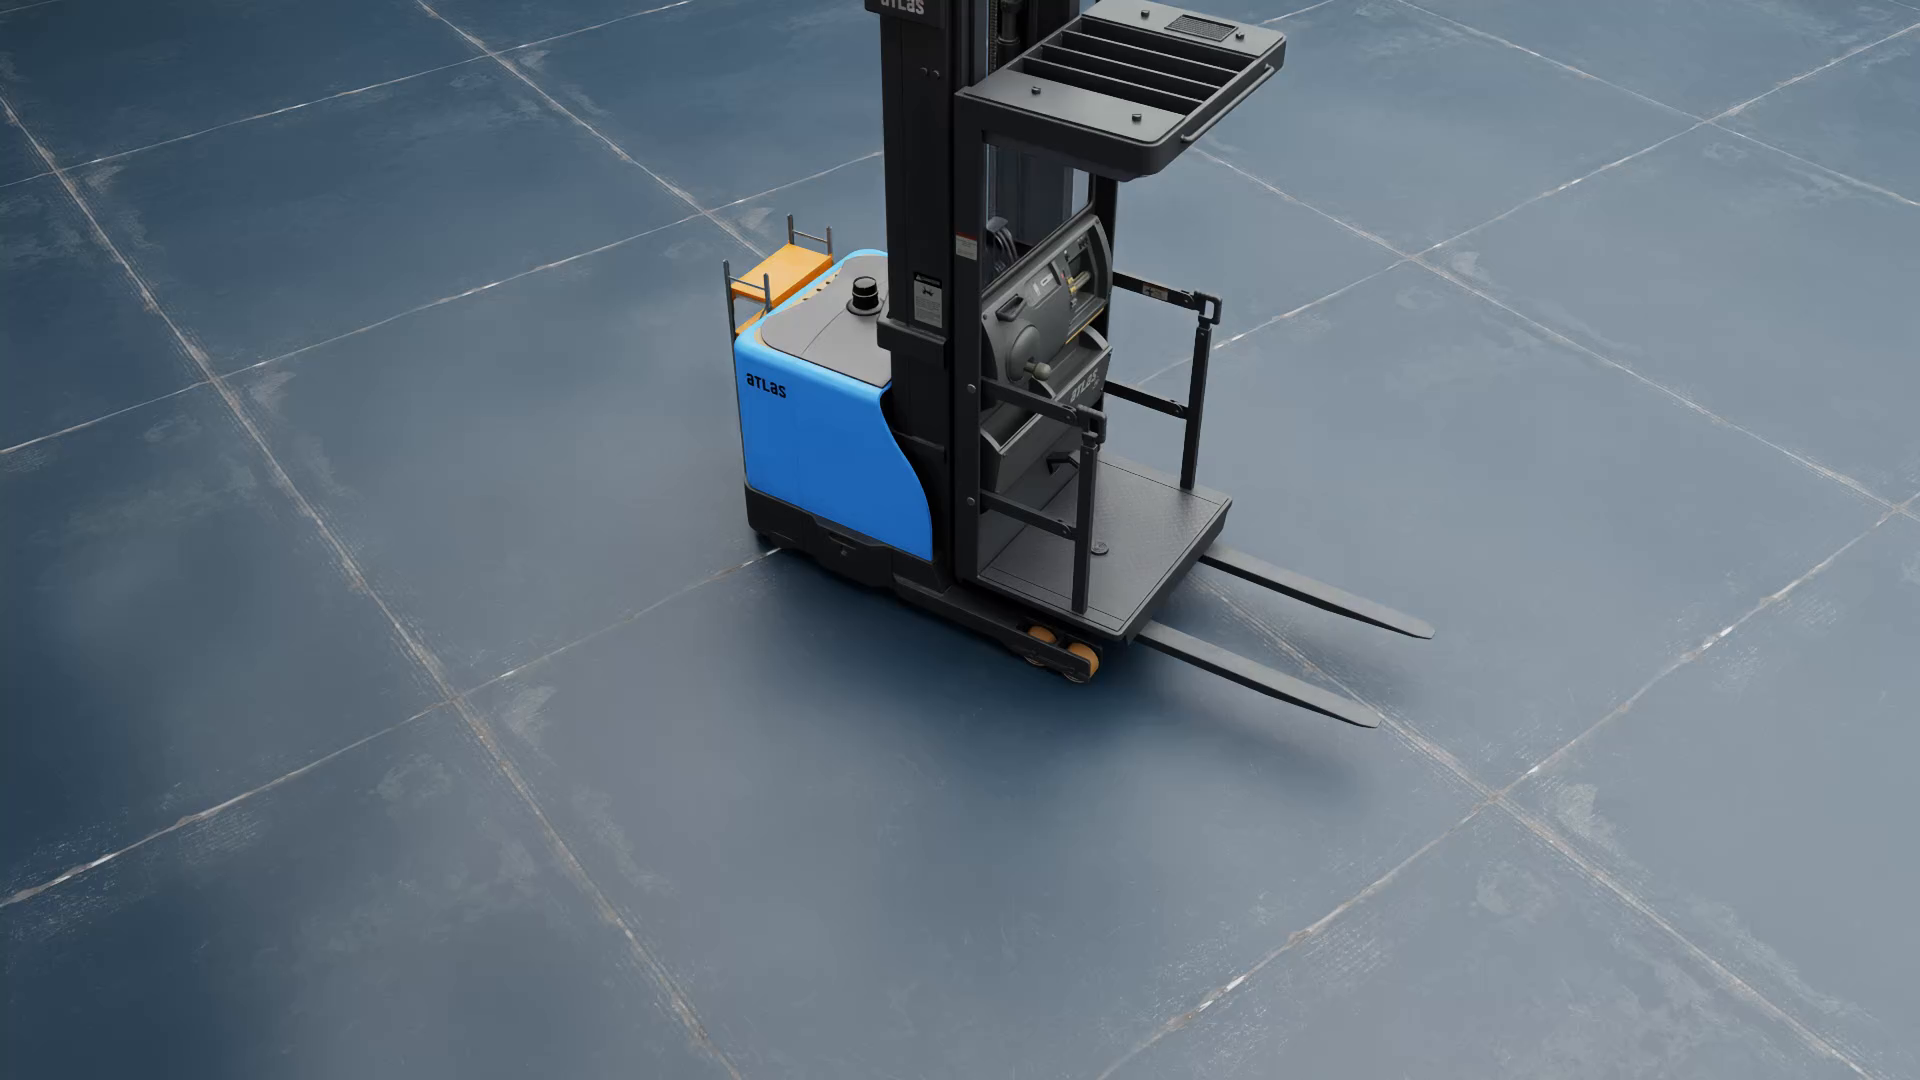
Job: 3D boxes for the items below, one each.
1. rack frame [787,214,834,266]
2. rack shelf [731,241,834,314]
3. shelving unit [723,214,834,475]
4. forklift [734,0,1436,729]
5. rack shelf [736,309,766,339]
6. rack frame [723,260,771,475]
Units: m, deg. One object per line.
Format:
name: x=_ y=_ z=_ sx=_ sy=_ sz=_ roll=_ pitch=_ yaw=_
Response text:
rack frame: x=-0.693 y=-1.003 z=8.026 sx=0.240 sy=1.200 sz=0.015 roll=21 pitch=44 yaw=23
rack shelf: x=-0.818 y=-1.174 z=7.616 sx=0.258 sy=0.148 sz=0.480 roll=21 pitch=44 yaw=23
shelving unit: x=-0.818 y=-0.870 z=7.865 sx=0.258 sy=1.200 sz=0.503 roll=21 pitch=44 yaw=23
forklift: x=0.531 y=-0.919 z=6.559 sx=3.031 sy=2.935 sz=1.130 roll=22 pitch=44 yaw=25
rack shelf: x=-0.818 y=-0.991 z=7.766 sx=0.258 sy=0.148 sz=0.480 roll=21 pitch=44 yaw=23
rack frame: x=-0.944 y=-0.738 z=7.703 sx=0.240 sy=1.200 sz=0.015 roll=21 pitch=44 yaw=23
